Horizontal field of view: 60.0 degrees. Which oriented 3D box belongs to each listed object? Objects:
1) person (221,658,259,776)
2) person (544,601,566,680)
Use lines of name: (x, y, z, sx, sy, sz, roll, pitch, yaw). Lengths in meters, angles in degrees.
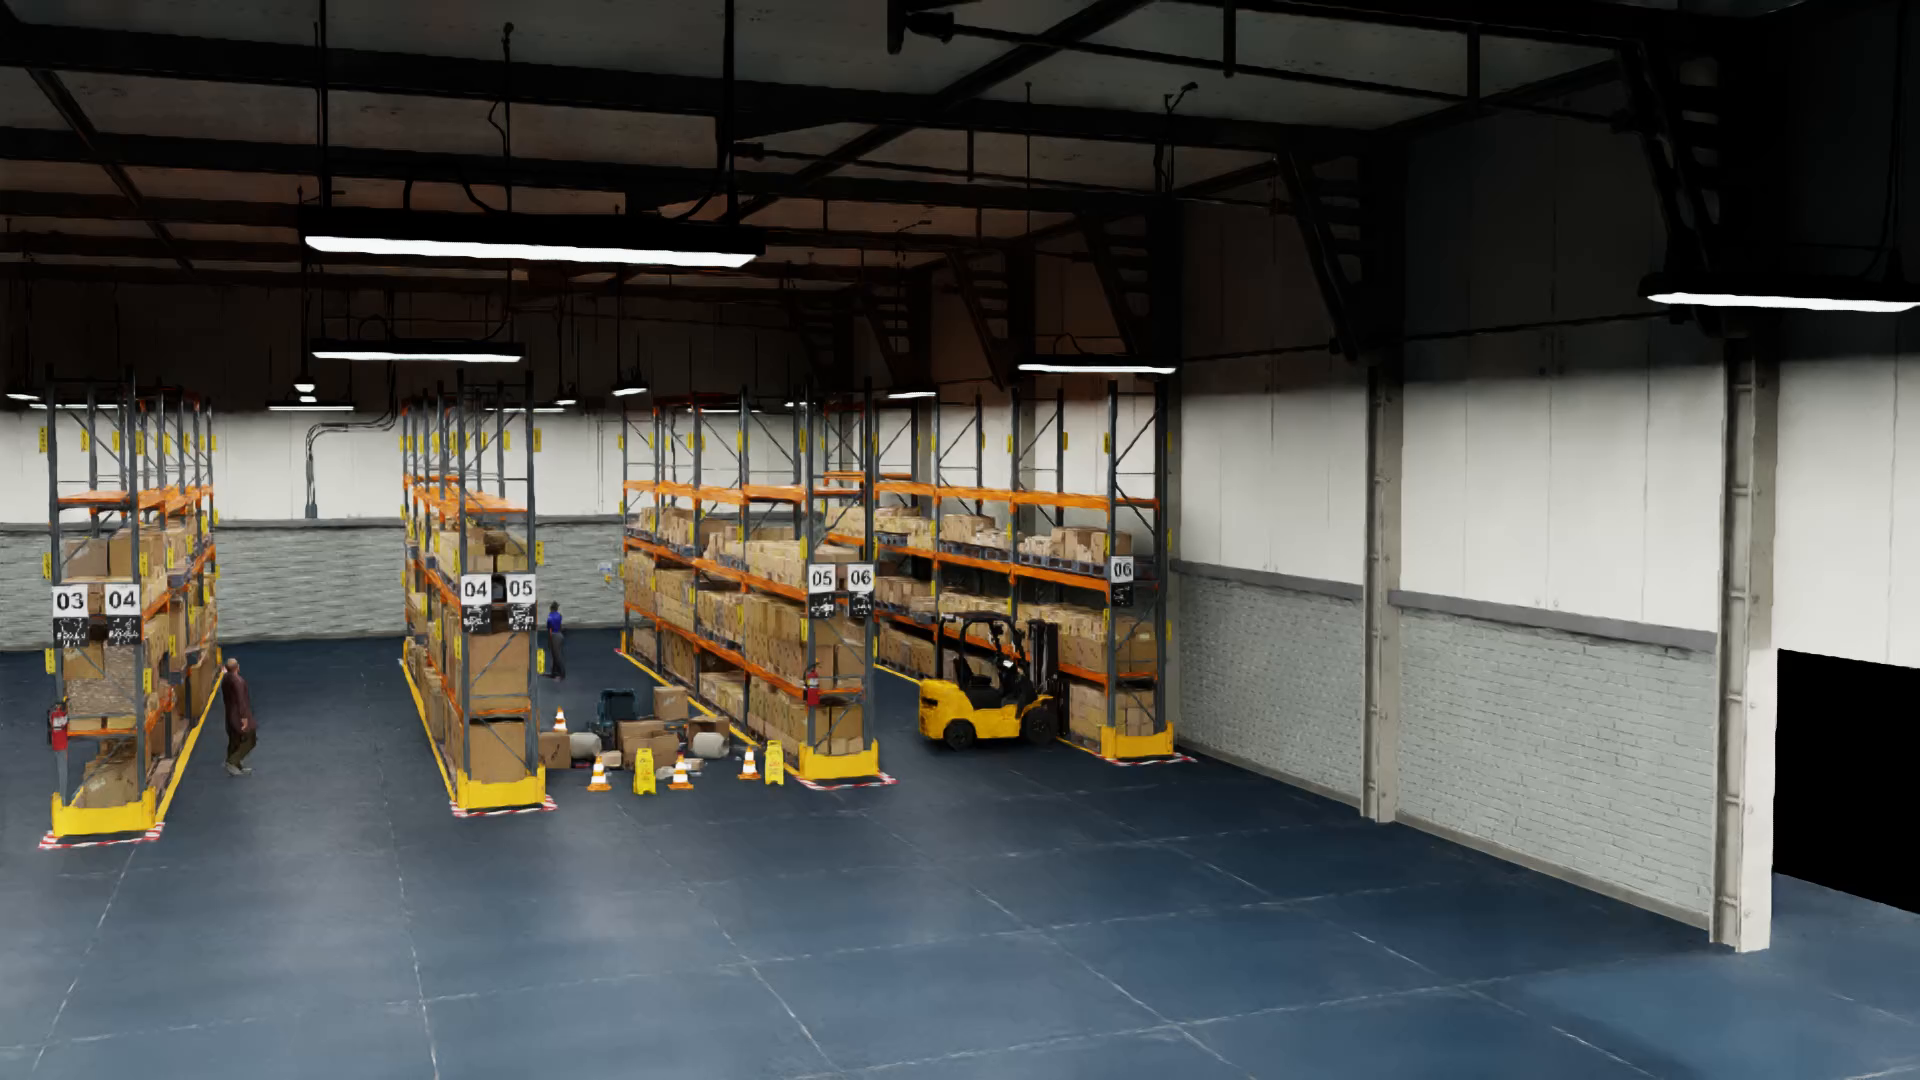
person: (-10.827, 2.656, 24.899, 0.635, 1.778, 0.504, 3, 4, 41)
person: (-8.568, 2.110, 35.115, 0.550, 1.651, 0.565, 0, 3, 5)
